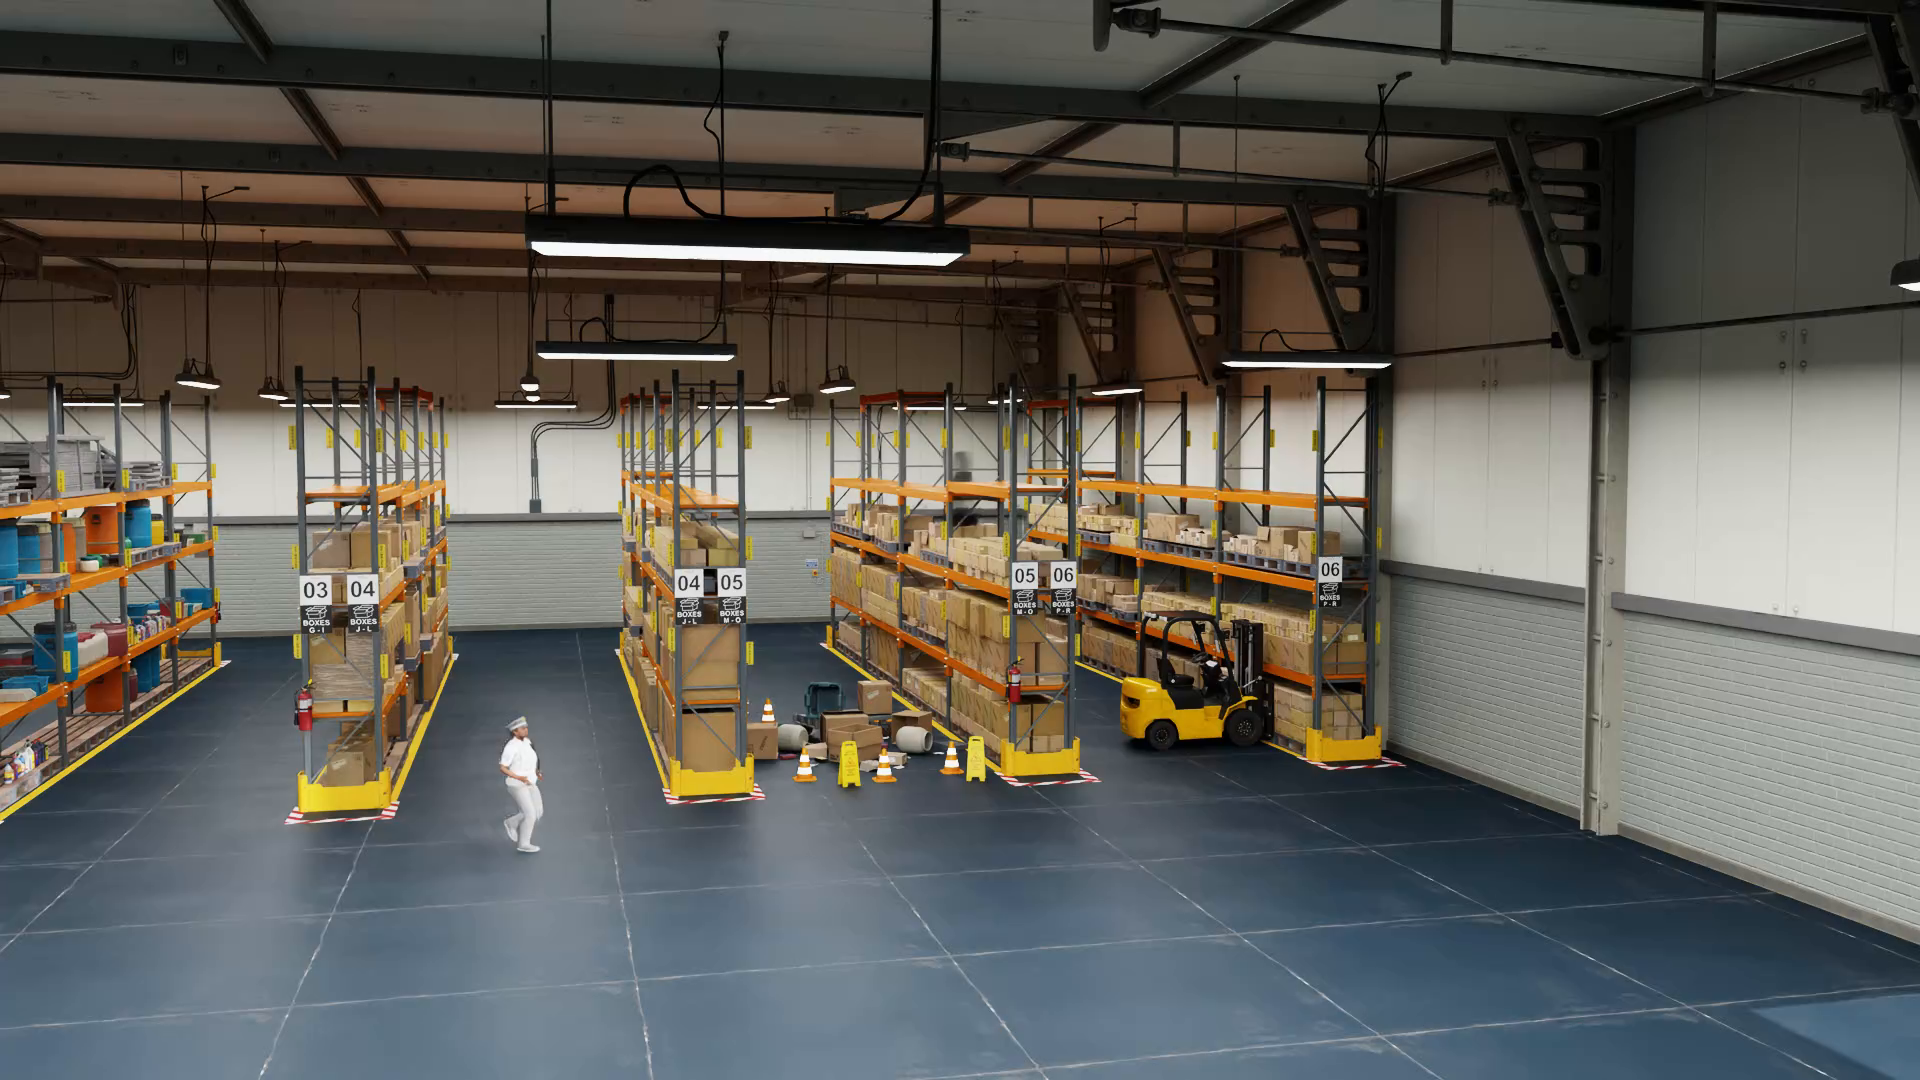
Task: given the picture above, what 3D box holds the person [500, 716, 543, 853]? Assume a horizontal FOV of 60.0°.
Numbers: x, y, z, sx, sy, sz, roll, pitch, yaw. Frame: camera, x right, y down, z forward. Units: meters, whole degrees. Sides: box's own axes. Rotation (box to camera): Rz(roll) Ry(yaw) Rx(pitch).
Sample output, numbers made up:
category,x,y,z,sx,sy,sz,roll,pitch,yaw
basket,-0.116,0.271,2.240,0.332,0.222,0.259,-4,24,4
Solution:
category,x,y,z,sx,sy,sz,roll,pitch,yaw
person,-5.360,2.966,20.253,0.573,1.649,0.573,1,4,20
